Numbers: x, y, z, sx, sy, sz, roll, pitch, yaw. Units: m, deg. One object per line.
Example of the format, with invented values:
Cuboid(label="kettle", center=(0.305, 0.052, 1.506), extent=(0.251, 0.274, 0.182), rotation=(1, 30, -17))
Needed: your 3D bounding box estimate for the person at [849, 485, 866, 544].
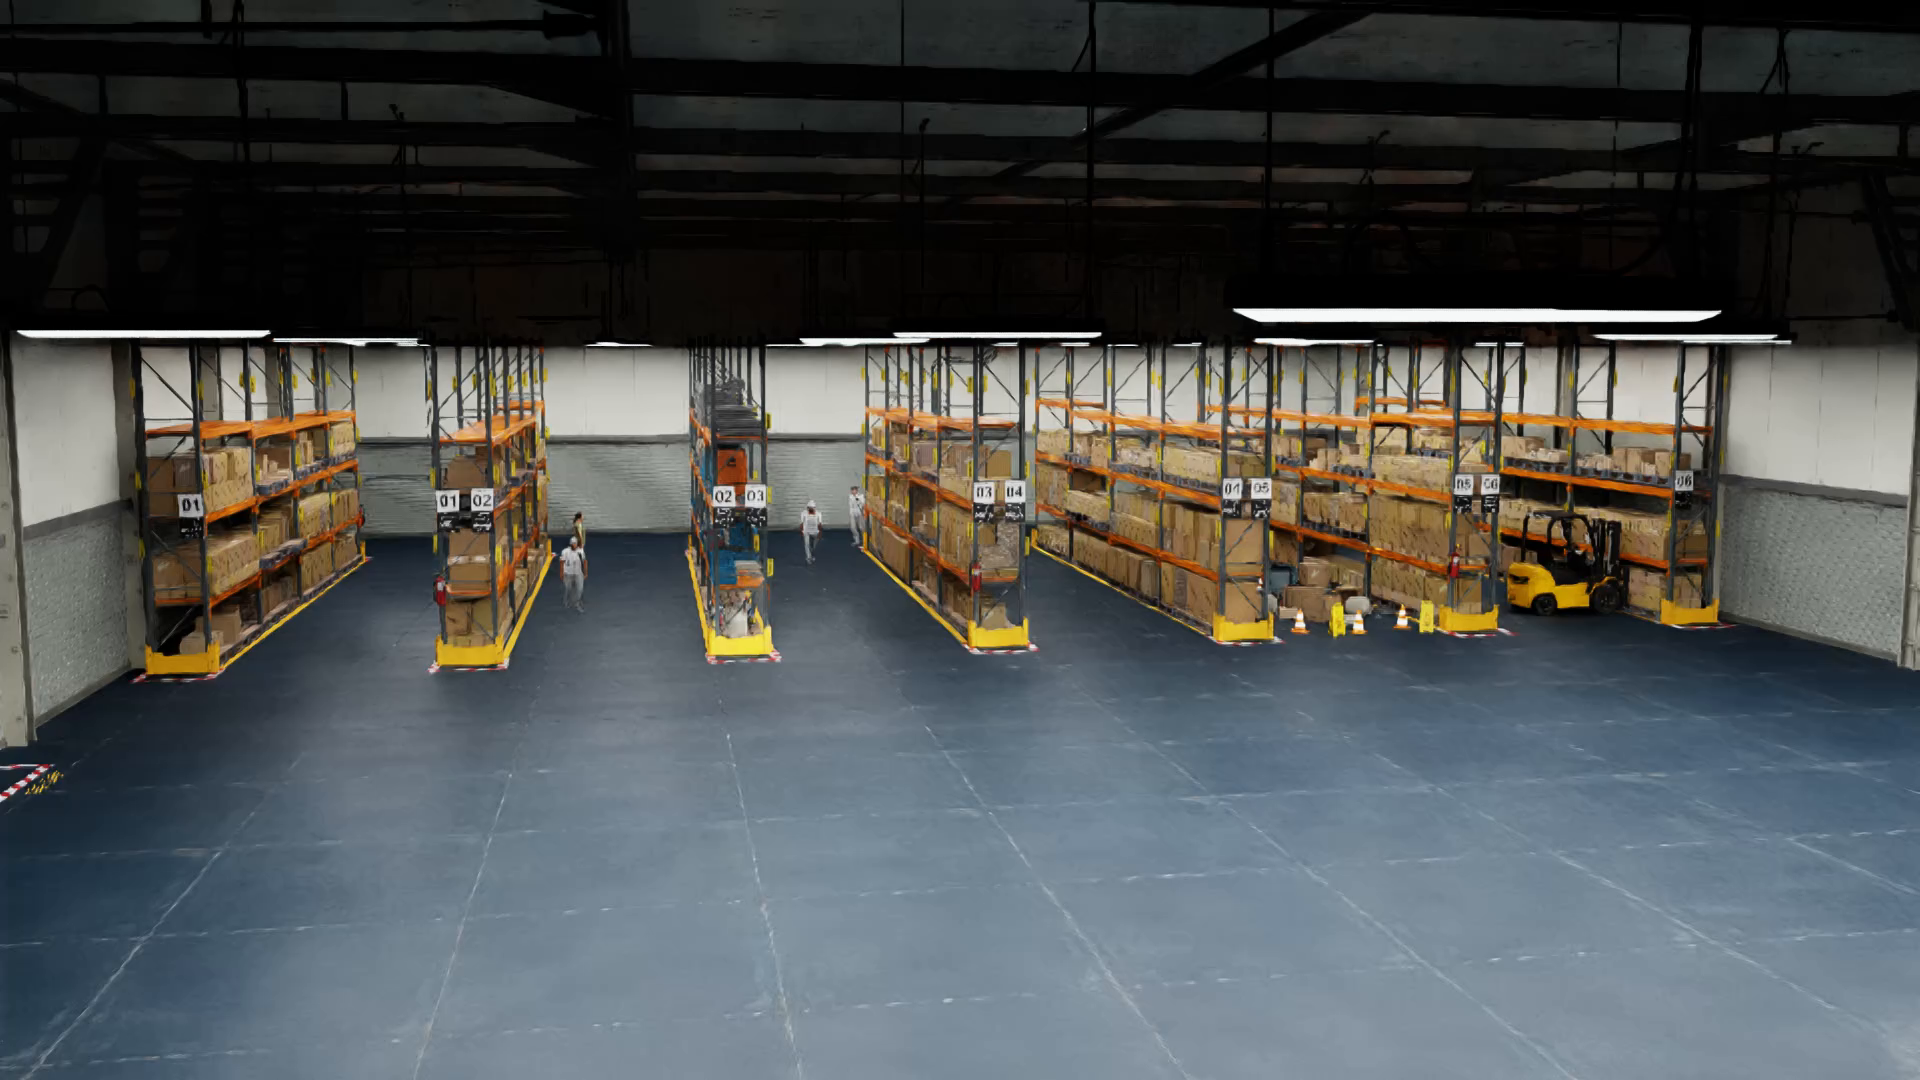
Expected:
Cuboid(label="person", center=(-2.976, -0.756, 49.028), extent=(0.599, 1.744, 0.583), rotation=(3, 7, 26))

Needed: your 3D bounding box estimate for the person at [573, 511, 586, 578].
Cuboid(label="person", center=(-9.512, 0.107, 41.646), extent=(0.390, 1.674, 0.561), rotation=(-3, 7, -26))

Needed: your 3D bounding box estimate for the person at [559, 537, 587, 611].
Cuboid(label="person", center=(-8.527, 0.722, 36.670), extent=(0.605, 1.628, 0.680), rotation=(-2, 7, -18))

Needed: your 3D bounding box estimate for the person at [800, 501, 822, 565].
Cuboid(label="person", center=(-3.957, -0.212, 44.373), extent=(0.577, 1.687, 1.115), rotation=(-1, 7, -12))
